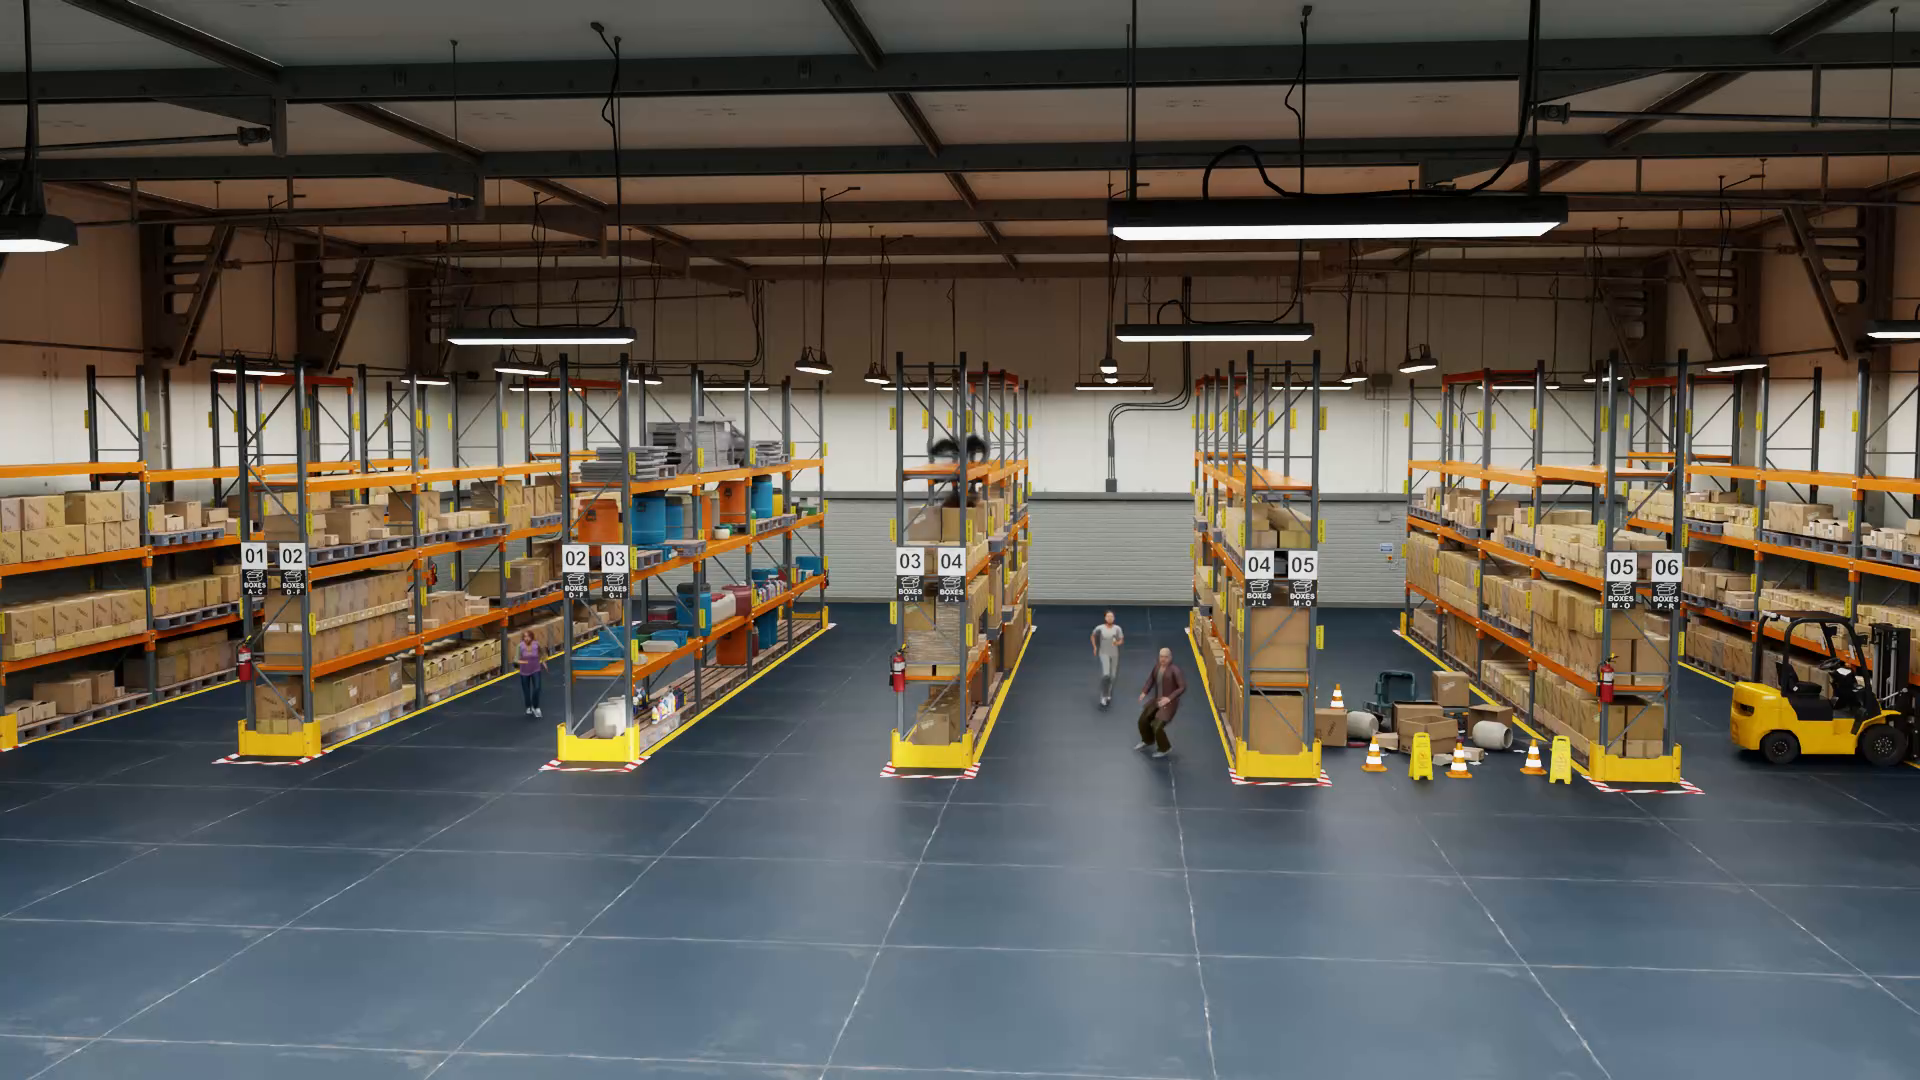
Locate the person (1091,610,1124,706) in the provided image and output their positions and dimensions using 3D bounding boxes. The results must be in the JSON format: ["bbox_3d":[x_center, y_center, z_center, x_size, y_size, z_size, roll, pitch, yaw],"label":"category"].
[{"bbox_3d":[2.621,2.081,29.380,0.527,1.688,0.699,-1,4,-9],"label":"person"}]

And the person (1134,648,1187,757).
[{"bbox_3d":[2.966,2.436,24.736,0.604,1.712,0.957,-4,5,-41],"label":"person"}]

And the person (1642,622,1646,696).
[{"bbox_3d":[11.521,2.181,28.204,0.564,1.679,0.738,0,4,-7],"label":"person"}]

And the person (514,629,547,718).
[{"bbox_3d":[-7.236,2.242,28.031,0.543,1.517,0.889,-1,4,-14],"label":"person"}]
